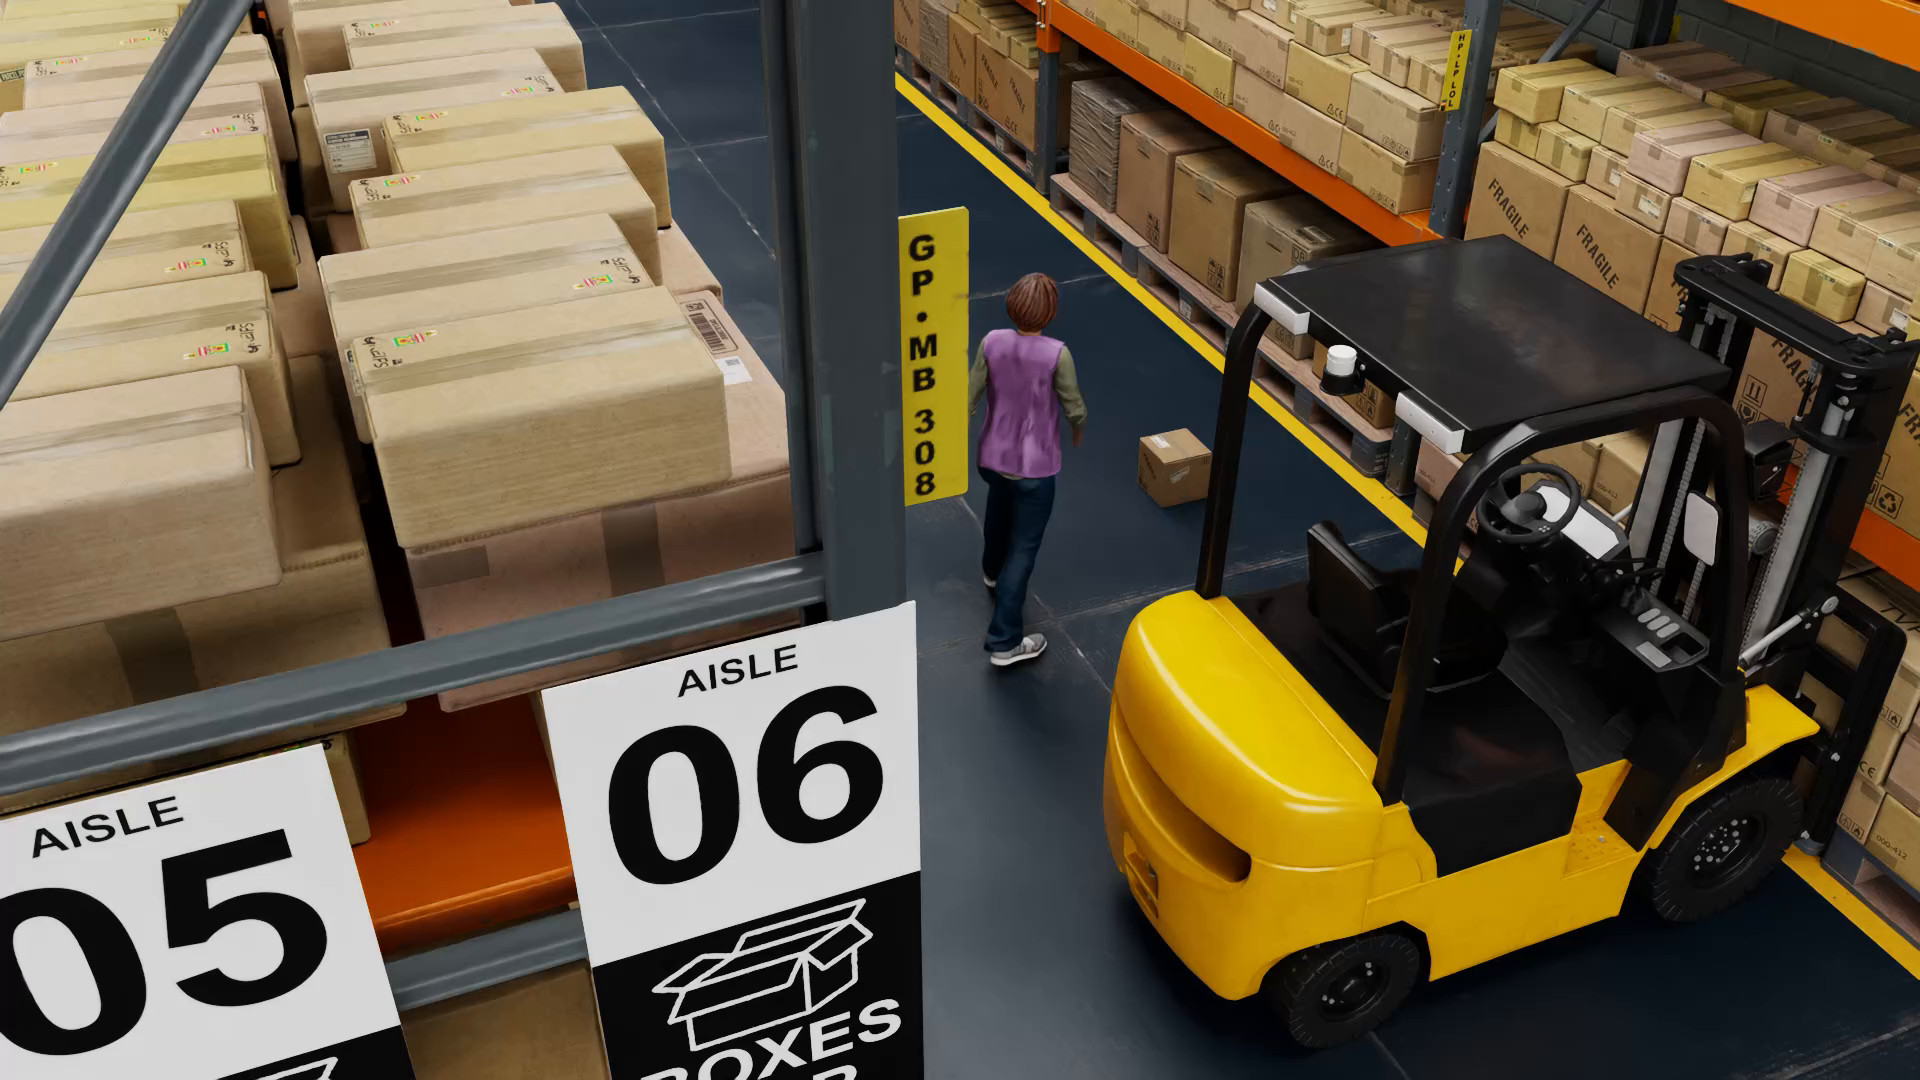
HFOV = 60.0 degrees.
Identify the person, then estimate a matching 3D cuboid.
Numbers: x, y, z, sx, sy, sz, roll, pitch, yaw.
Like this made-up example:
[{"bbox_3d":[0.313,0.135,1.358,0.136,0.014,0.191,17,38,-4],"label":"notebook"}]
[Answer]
[{"bbox_3d":[0.213,-0.321,6.646,0.529,1.540,0.731,19,38,25],"label":"person"}]
